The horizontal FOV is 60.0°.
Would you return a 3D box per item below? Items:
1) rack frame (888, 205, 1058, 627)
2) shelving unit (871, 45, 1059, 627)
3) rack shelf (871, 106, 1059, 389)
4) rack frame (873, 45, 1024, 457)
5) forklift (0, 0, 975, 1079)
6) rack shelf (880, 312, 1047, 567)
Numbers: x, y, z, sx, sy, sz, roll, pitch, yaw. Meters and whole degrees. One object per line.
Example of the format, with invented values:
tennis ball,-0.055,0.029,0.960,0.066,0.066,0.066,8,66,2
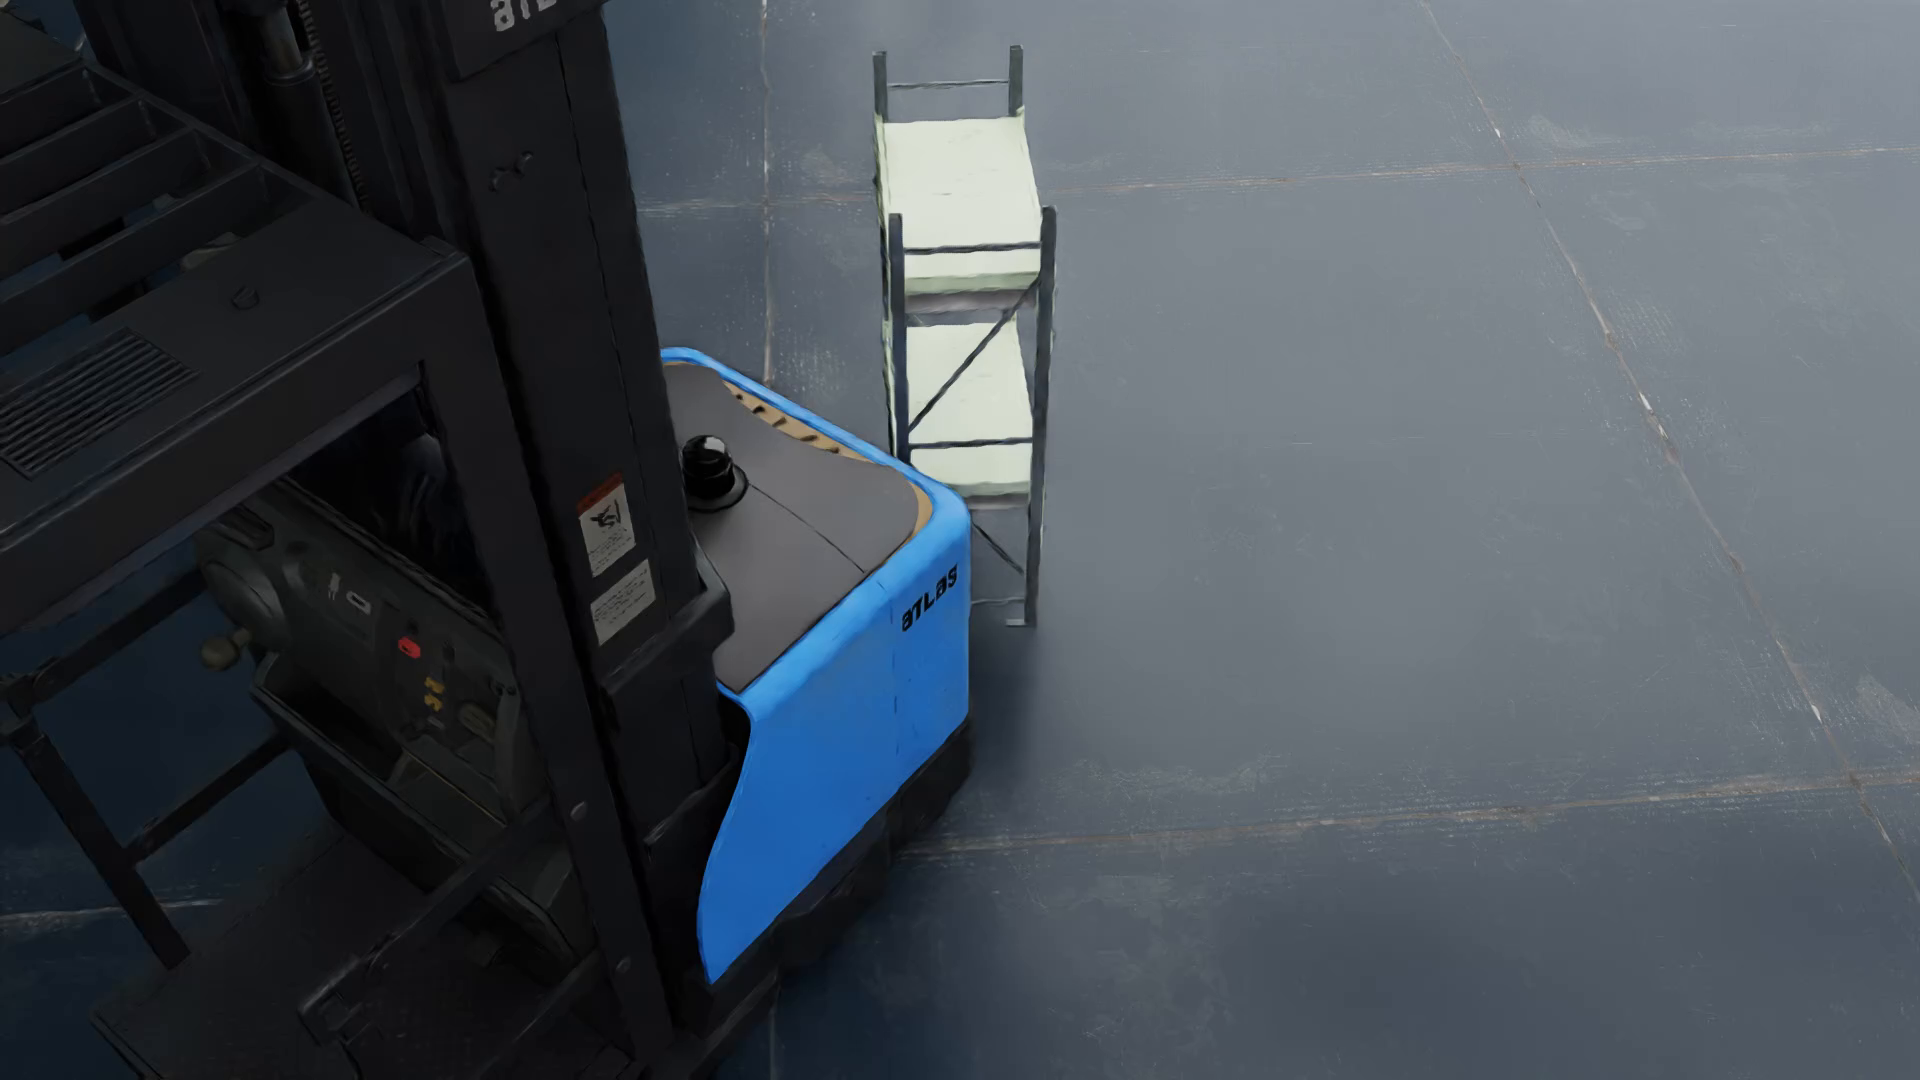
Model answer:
rack frame,0.030,-0.256,4.459,0.400,1.500,0.023,-3,47,-3
shelving unit,-0.001,-0.521,4.710,0.431,1.500,0.755,-3,47,-3
rack shelf,-0.001,-0.789,4.427,0.431,0.370,0.720,-3,47,-3
rack frame,-0.031,-0.785,4.961,0.400,1.500,0.023,-3,47,-3
forklift,-1.257,0.271,2.975,1.130,2.935,3.031,29,53,25
rack shelf,-0.001,-0.296,4.947,0.431,0.370,0.720,-3,47,-3
